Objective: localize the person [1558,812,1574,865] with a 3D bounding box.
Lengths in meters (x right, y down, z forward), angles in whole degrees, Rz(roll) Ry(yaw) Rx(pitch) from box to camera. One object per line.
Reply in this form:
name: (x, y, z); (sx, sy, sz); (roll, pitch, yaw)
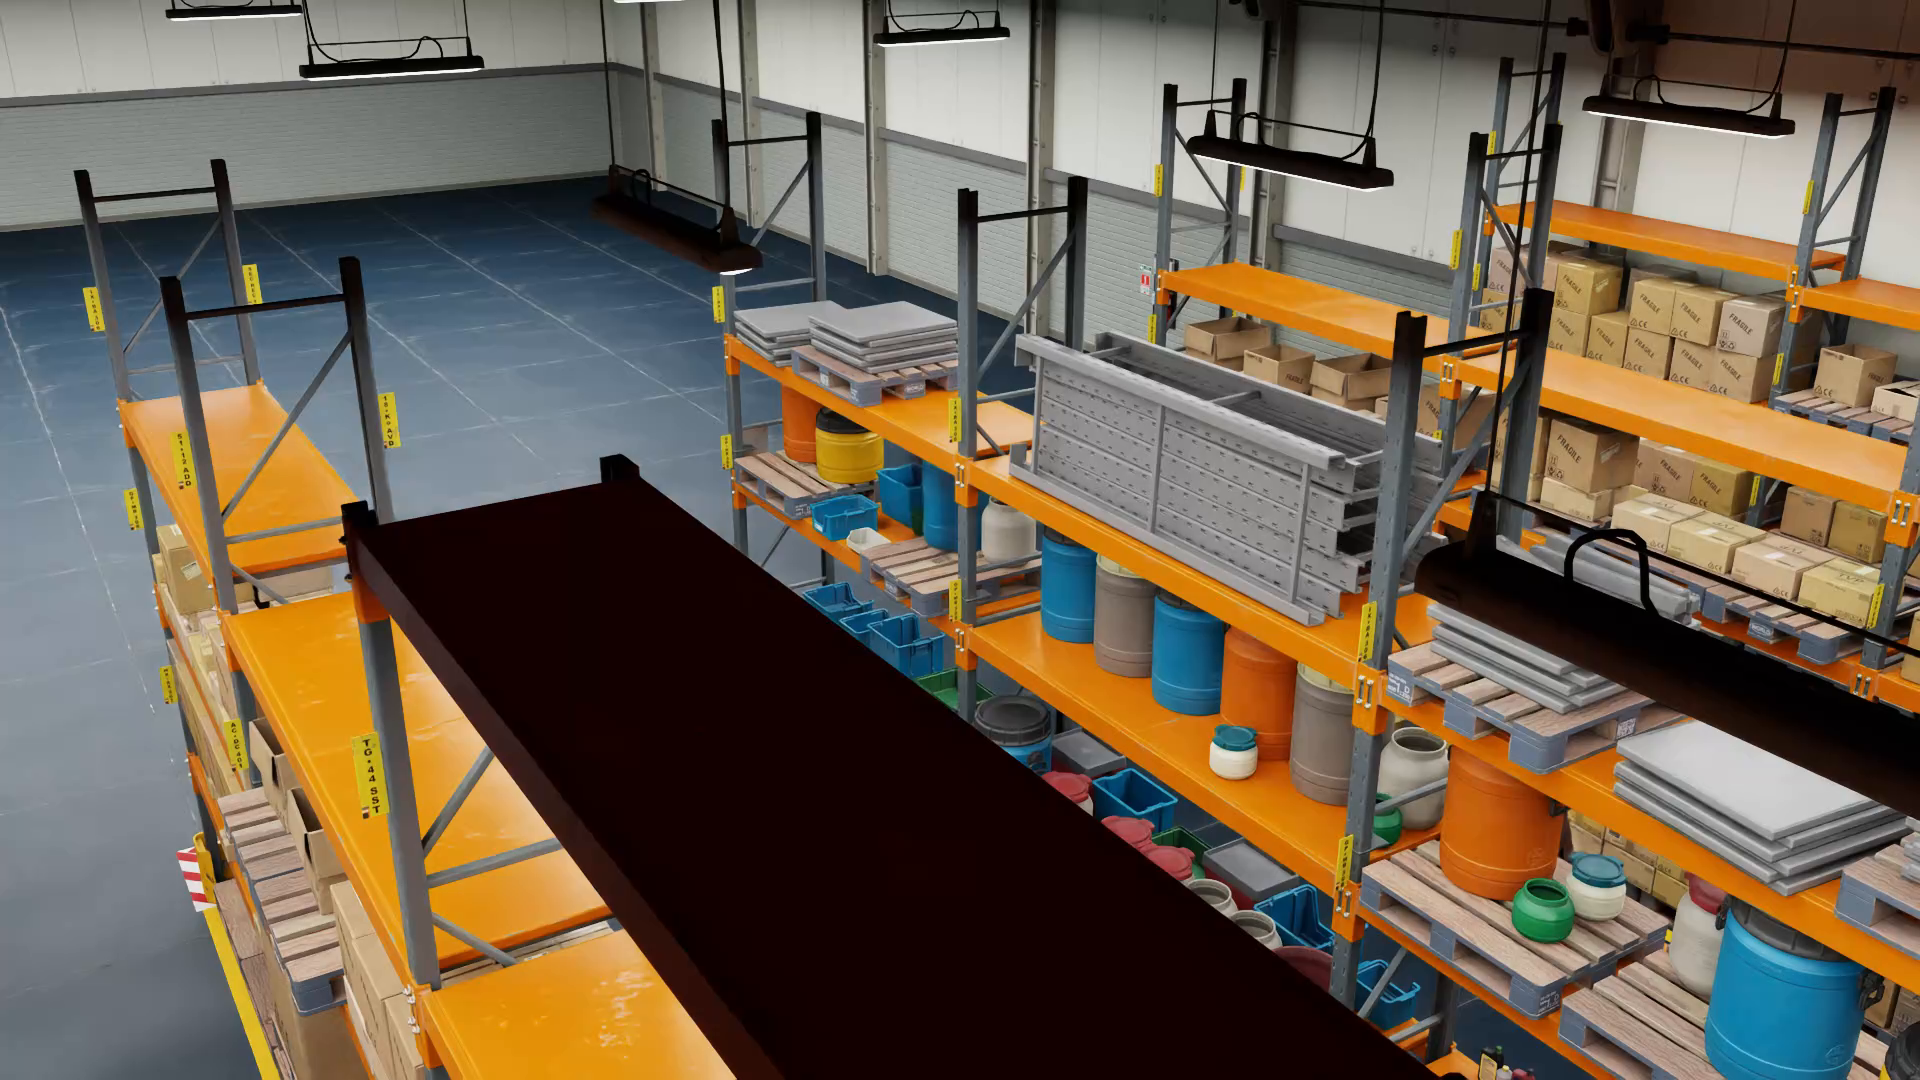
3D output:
person: (4.585, 2.379, 13.089); (0.598, 1.815, 1.129); (-13, 25, -29)
